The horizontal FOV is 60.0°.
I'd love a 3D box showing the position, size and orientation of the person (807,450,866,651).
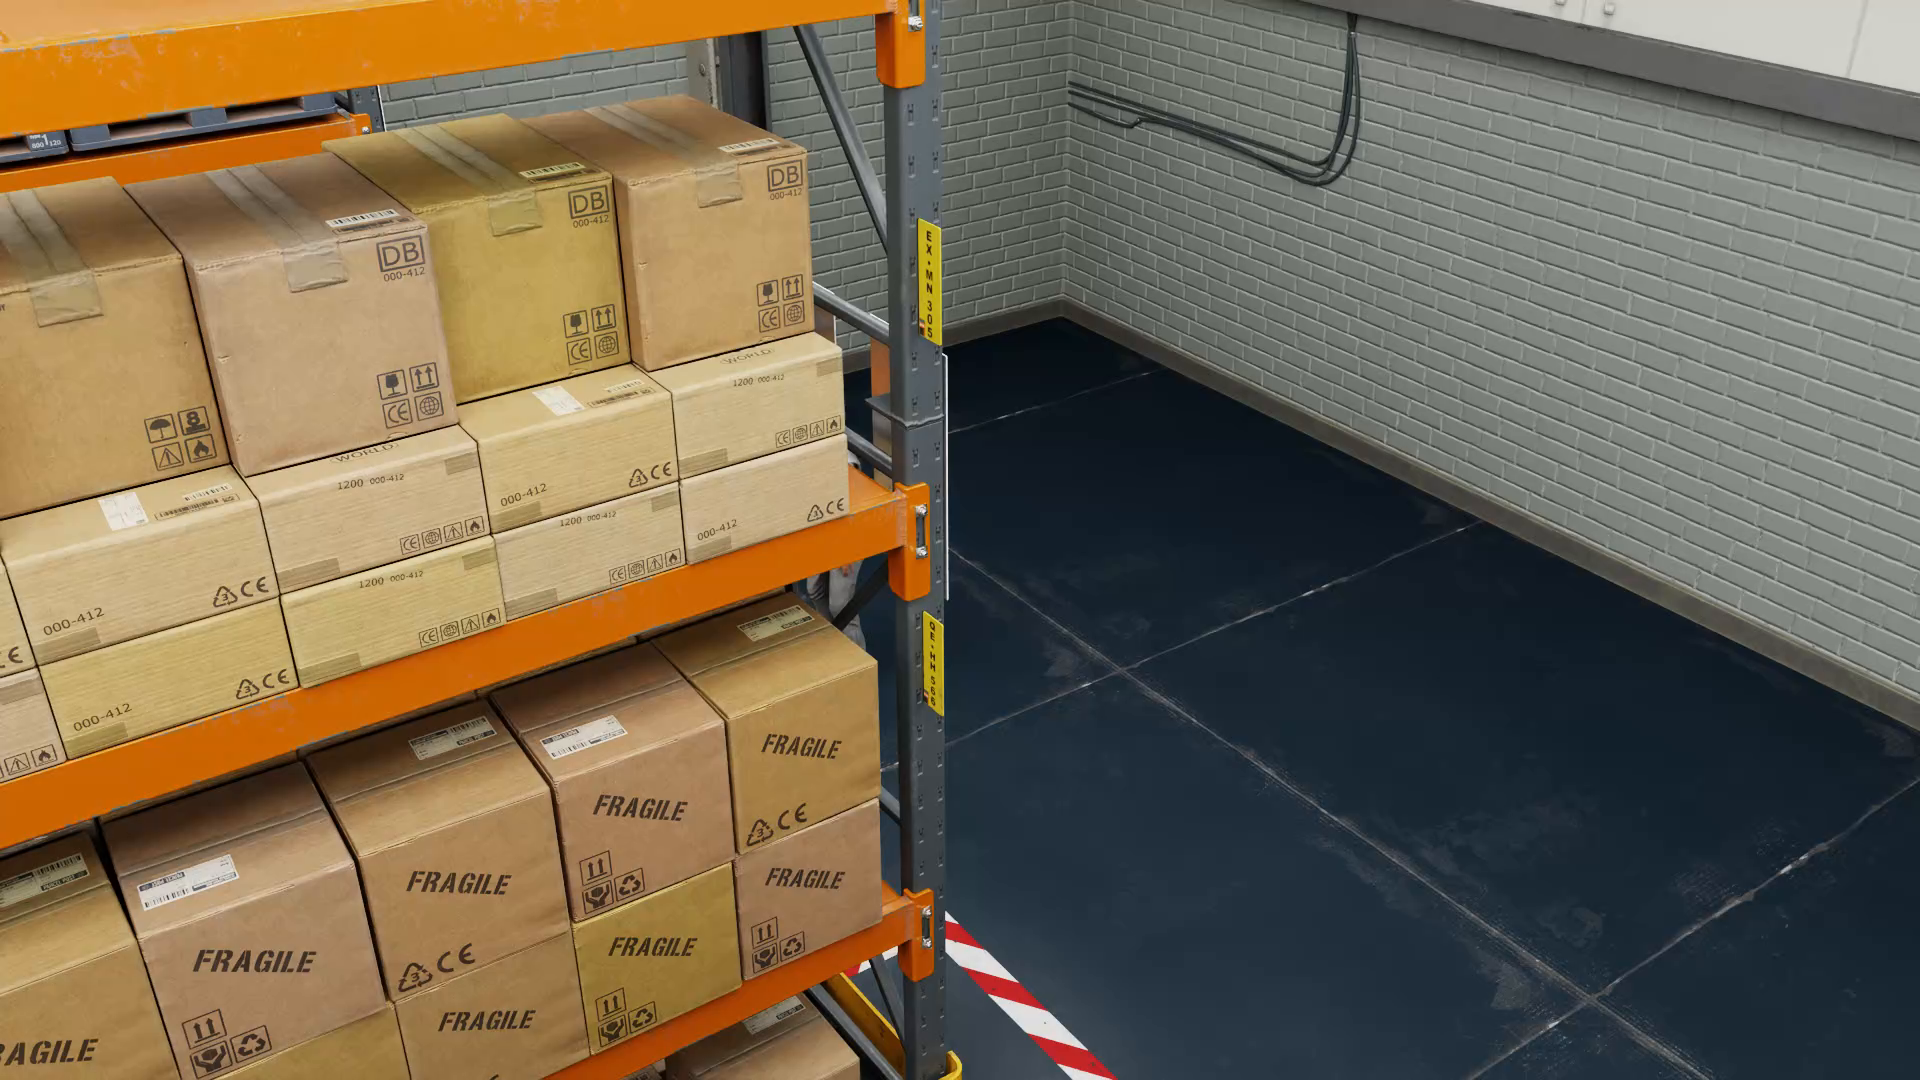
[{"bbox_3d":[-0.657,0.013,8.614,0.345,1.591,0.460,-20,35,-32],"label":"person"}]
